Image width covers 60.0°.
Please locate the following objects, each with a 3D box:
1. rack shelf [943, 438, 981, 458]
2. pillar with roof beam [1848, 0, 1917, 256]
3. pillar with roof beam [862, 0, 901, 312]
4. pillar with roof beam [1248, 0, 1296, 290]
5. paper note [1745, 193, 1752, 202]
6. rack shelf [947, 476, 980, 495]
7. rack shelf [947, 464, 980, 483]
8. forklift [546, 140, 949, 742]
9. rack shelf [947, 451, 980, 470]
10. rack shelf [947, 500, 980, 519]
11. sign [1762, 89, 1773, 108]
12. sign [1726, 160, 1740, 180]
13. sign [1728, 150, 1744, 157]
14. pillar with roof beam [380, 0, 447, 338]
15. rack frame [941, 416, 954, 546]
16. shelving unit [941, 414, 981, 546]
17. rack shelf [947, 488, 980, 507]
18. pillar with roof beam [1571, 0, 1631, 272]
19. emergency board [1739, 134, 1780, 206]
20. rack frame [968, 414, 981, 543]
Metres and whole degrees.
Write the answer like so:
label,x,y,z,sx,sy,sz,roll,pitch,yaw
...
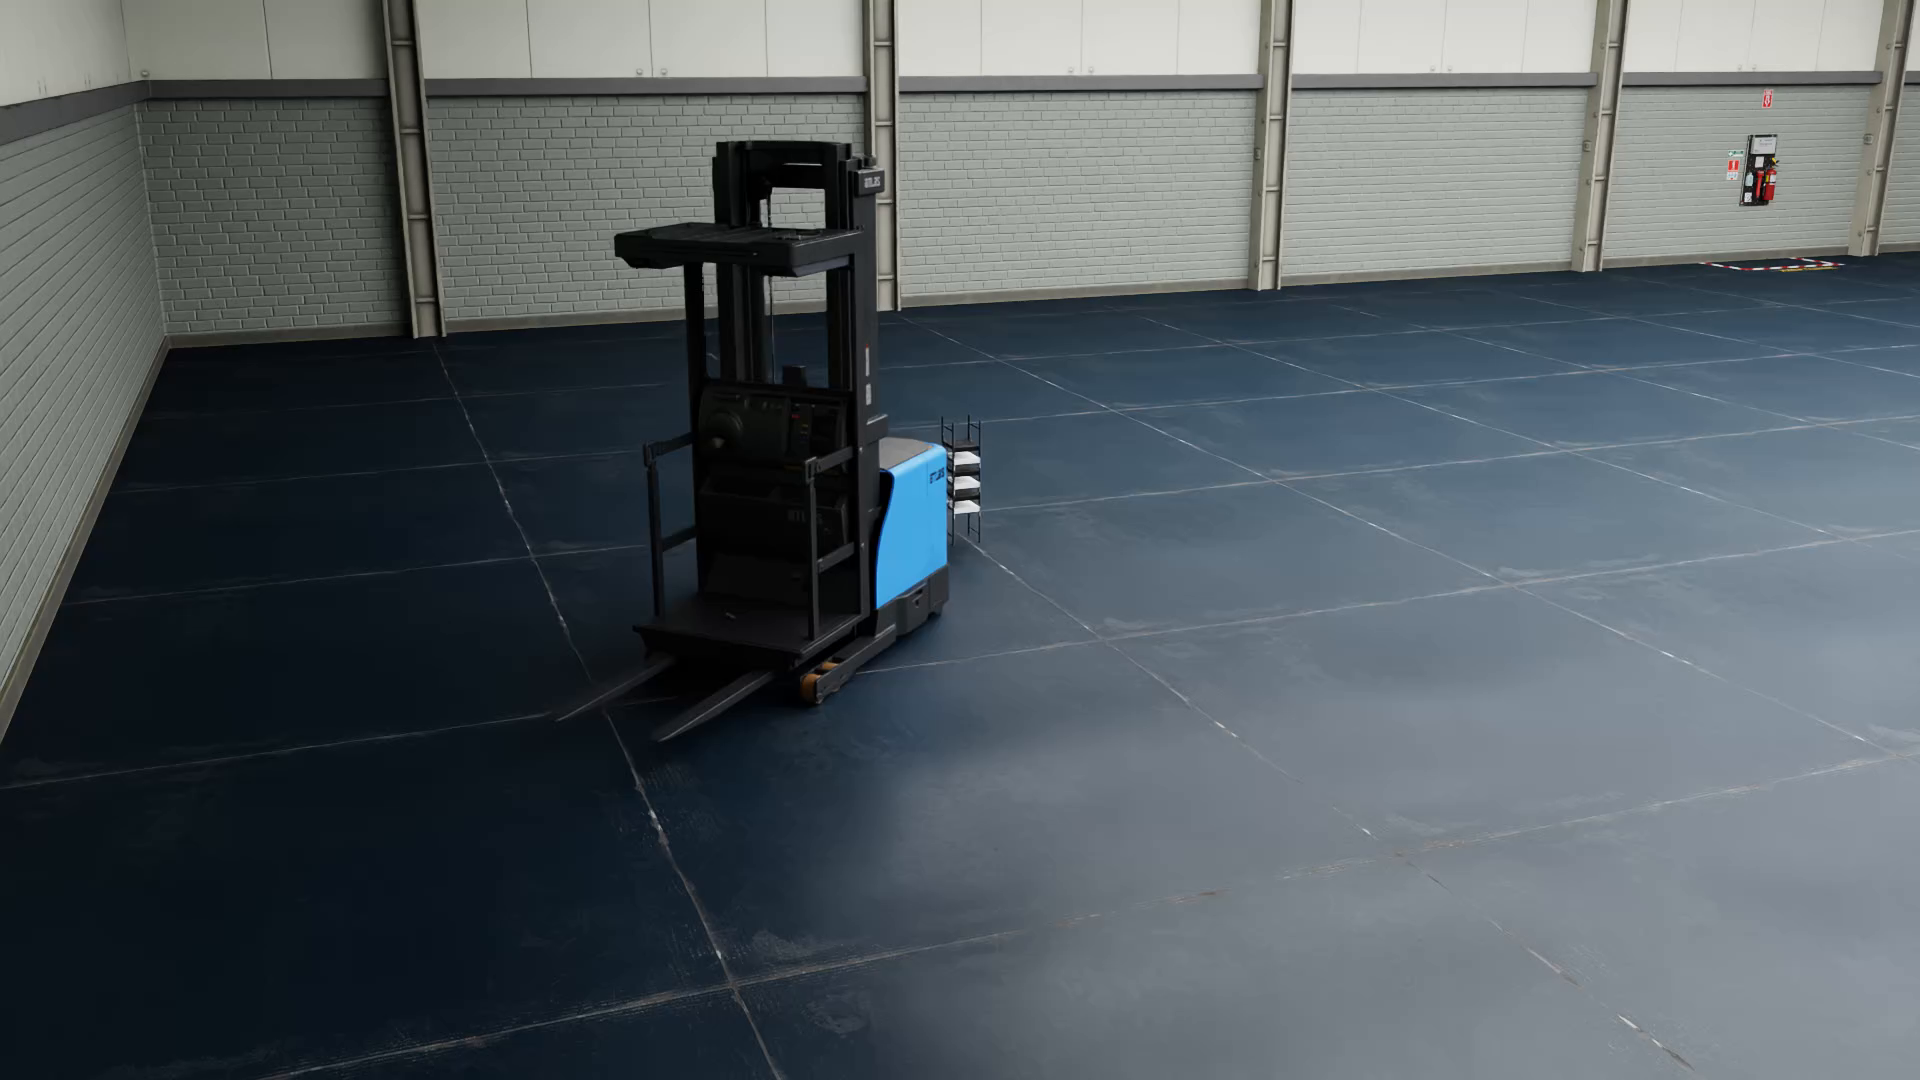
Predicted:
label,x,y,z,sx,sy,sz,roll,pitch,yaw
rack shelf,0.008,-0.660,11.908,0.200,0.077,0.258,-6,17,-20
pillar with roof beam,17.303,-8.167,23.937,0.400,9.000,9.100,-6,17,-20
pillar with roof beam,0.494,-6.352,17.757,0.400,9.000,9.100,-6,17,-20
pillar with roof beam,6.097,-6.957,19.817,0.400,9.000,9.100,-6,17,-20
paper note,13.251,-5.759,27.950,0.142,0.148,0.016,-6,17,-20
rack shelf,0.008,-0.401,11.984,0.200,0.077,0.258,-6,17,-20
rack shelf,0.008,-0.487,11.958,0.200,0.077,0.258,-6,17,-20
forklift,-1.134,-0.650,9.110,1.130,2.935,3.031,7,18,23
rack shelf,0.008,-0.573,11.933,0.200,0.077,0.258,-6,17,-20
rack shelf,0.008,-0.228,12.034,0.200,0.077,0.258,-6,17,-20
sign,13.398,-7.319,27.585,0.199,0.298,0.001,-6,17,-20
sign,12.888,-6.170,27.723,0.234,0.329,0.001,-6,17,-20
sign,12.895,-6.423,27.642,0.331,0.109,0.001,-6,17,-20
pillar with roof beam,-5.108,-5.747,15.697,0.400,9.000,9.100,-6,17,-20
rack frame,-0.087,-0.422,11.939,0.006,0.900,0.240,-6,17,-20
shelving unit,0.008,-0.433,11.974,0.210,0.900,0.258,-6,17,-20
rack shelf,0.008,-0.314,12.009,0.200,0.077,0.258,-6,17,-20
pillar with roof beam,11.700,-7.562,21.877,0.400,9.000,9.100,-6,17,-20
emergency board,13.441,-6.182,27.825,0.643,1.169,0.194,-6,17,-20
rack frame,0.103,-0.443,12.009,0.006,0.900,0.240,-6,17,-20
